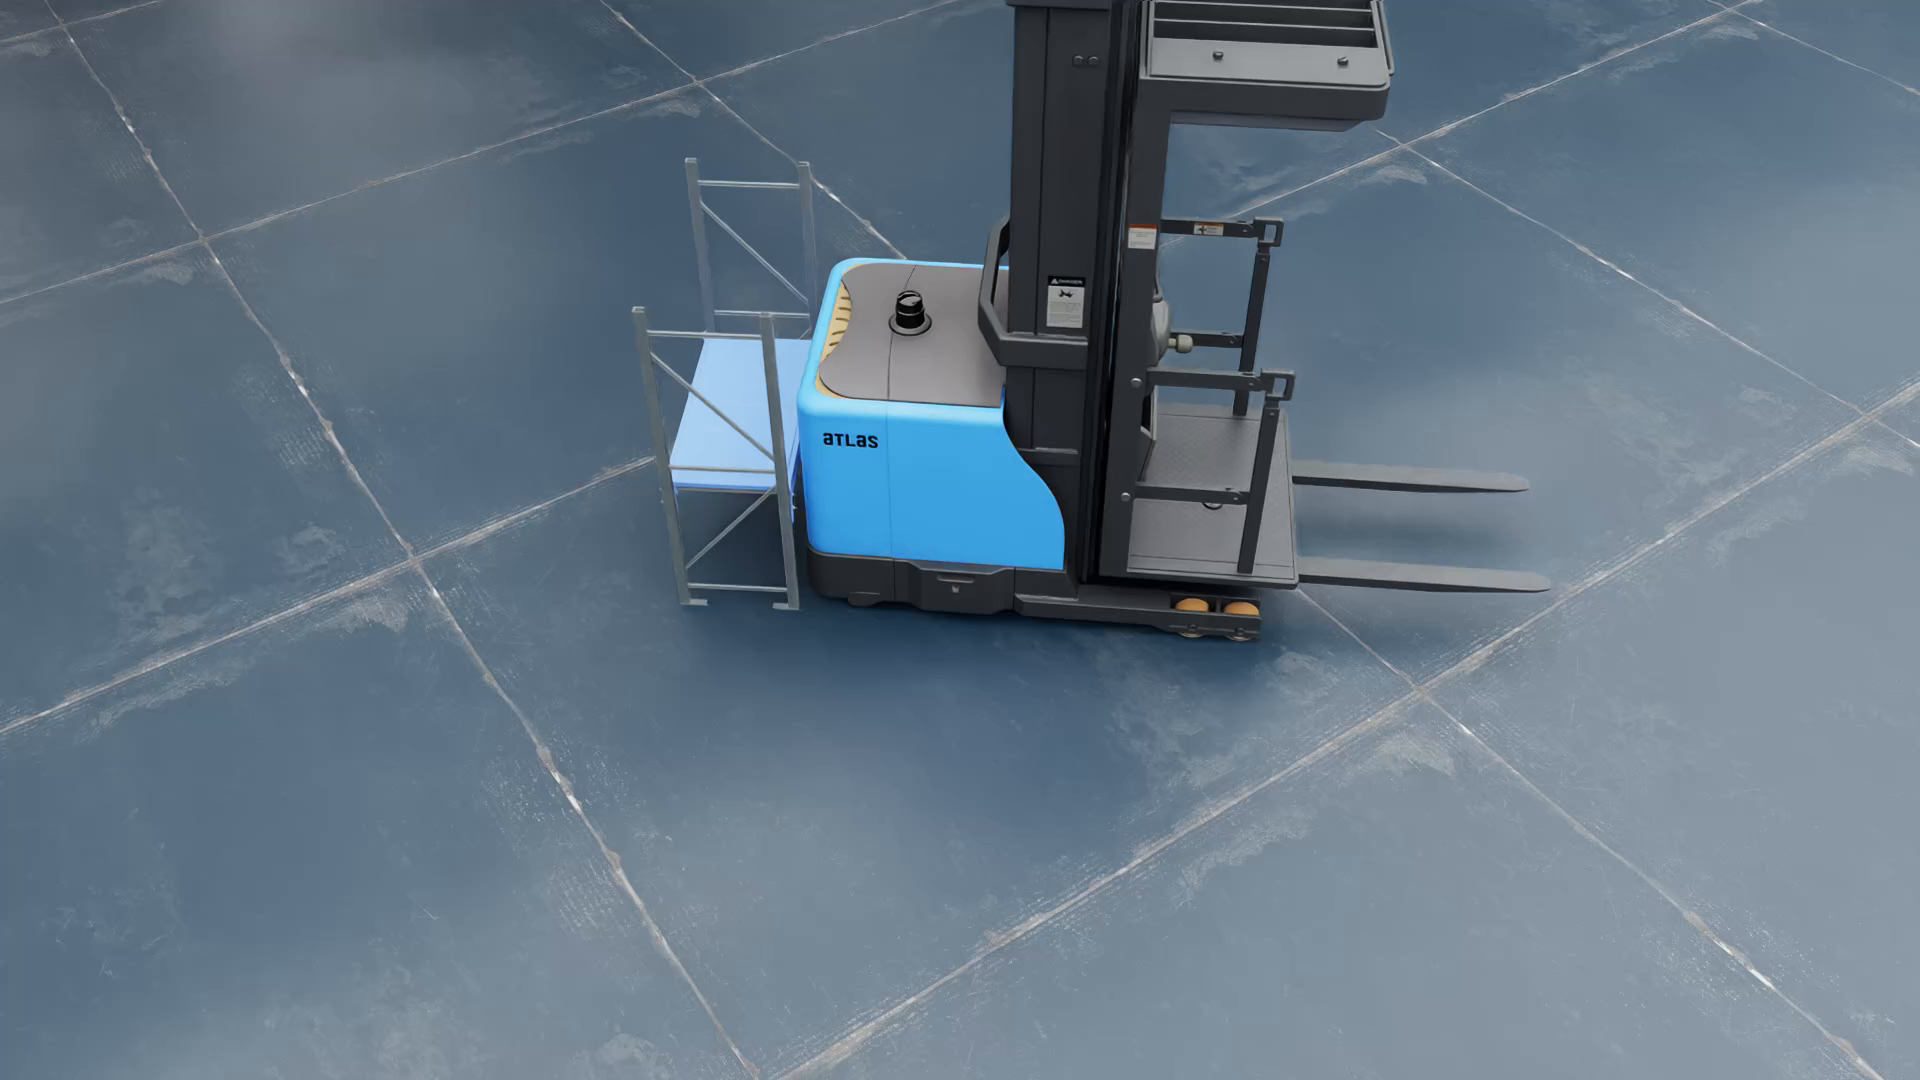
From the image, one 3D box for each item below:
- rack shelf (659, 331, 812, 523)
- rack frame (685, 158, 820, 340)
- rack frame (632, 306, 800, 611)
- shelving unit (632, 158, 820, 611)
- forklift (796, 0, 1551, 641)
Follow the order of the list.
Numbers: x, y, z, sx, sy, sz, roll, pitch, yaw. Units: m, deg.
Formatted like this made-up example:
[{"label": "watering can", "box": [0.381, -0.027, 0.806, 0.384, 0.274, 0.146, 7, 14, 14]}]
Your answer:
[{"label": "rack shelf", "box": [-0.886, -0.490, 6.929, 0.538, 0.185, 1.000, 3, 44, 3]}, {"label": "rack frame", "box": [-0.852, -0.971, 7.172, 0.500, 1.500, 0.032, 3, 44, 3]}, {"label": "rack frame", "box": [-0.919, -0.270, 6.438, 0.500, 1.500, 0.032, 3, 44, 3]}, {"label": "shelving unit", "box": [-0.886, -0.620, 6.805, 0.538, 1.500, 1.048, 3, 44, 3]}, {"label": "forklift", "box": [0.914, -1.036, 6.203, 3.031, 2.935, 1.130, 4, 44, 4]}]
